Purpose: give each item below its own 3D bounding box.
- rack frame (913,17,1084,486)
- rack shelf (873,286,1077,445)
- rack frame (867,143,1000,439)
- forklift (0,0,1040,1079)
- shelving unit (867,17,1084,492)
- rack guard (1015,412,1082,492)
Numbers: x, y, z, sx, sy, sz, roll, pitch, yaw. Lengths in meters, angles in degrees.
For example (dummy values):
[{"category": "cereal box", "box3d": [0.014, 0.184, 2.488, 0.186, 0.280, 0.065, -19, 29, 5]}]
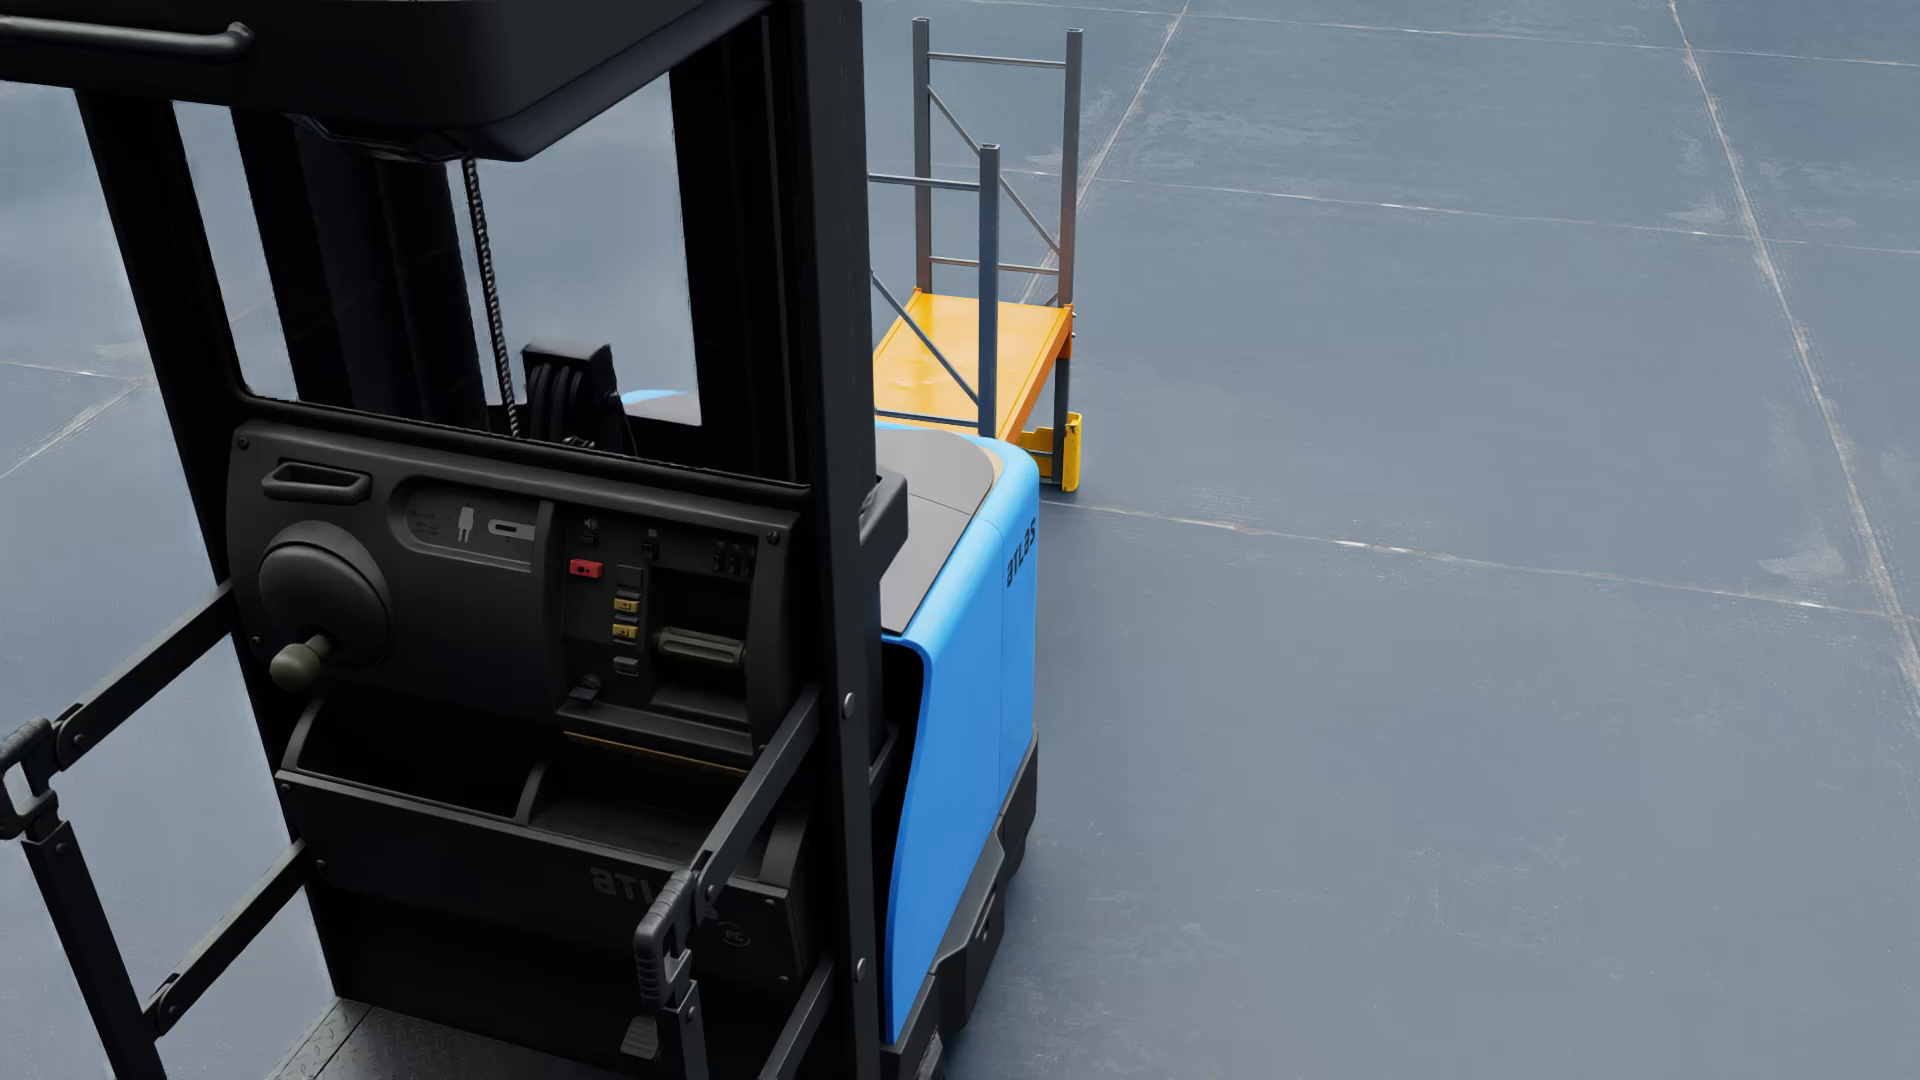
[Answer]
[{"category": "rack frame", "box3d": [0.107, -0.852, 5.193, 0.500, 1.500, 0.032, 8, 33, 12]}, {"category": "rack shelf", "box3d": [-0.022, -0.437, 4.874, 0.538, 0.185, 1.000, 8, 33, 12]}, {"category": "rack frame", "box3d": [-0.151, -0.325, 4.363, 0.500, 1.500, 0.032, 8, 33, 12]}, {"category": "forklift", "box3d": [-0.751, 0.134, 2.307, 1.130, 2.935, 3.031, 10, 34, 15]}, {"category": "shelving unit", "box3d": [-0.019, -0.593, 4.785, 0.587, 1.500, 1.083, 8, 33, 12]}, {"category": "rack guard", "box3d": [0.107, -0.324, 5.527, 0.587, 0.250, 0.087, 8, 33, 12]}]
